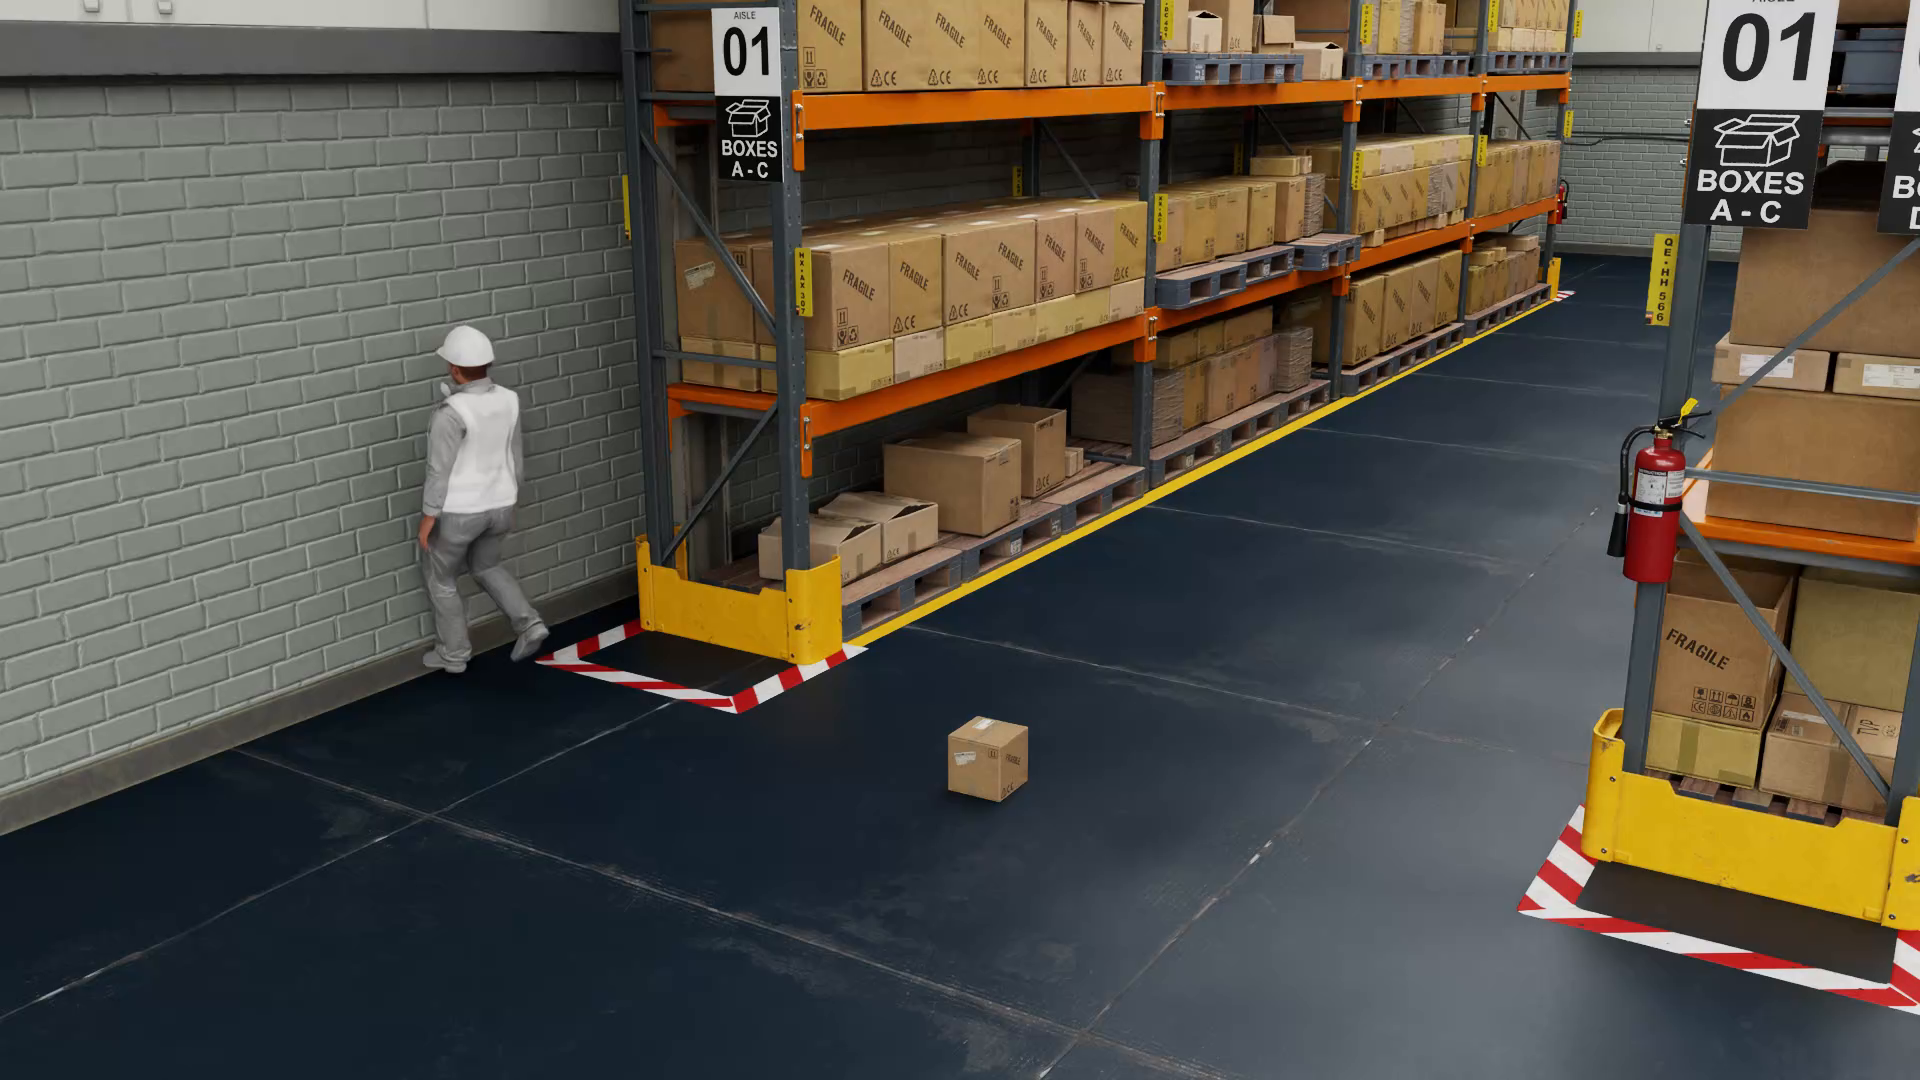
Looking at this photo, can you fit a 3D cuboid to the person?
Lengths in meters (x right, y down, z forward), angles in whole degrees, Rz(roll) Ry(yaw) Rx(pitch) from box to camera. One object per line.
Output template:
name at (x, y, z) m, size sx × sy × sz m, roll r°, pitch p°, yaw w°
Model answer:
person at (-2.390, -0.187, 8.069) m, size 0.691 × 1.734 × 0.558 m, roll 10°, pitch 19°, yaw 30°
